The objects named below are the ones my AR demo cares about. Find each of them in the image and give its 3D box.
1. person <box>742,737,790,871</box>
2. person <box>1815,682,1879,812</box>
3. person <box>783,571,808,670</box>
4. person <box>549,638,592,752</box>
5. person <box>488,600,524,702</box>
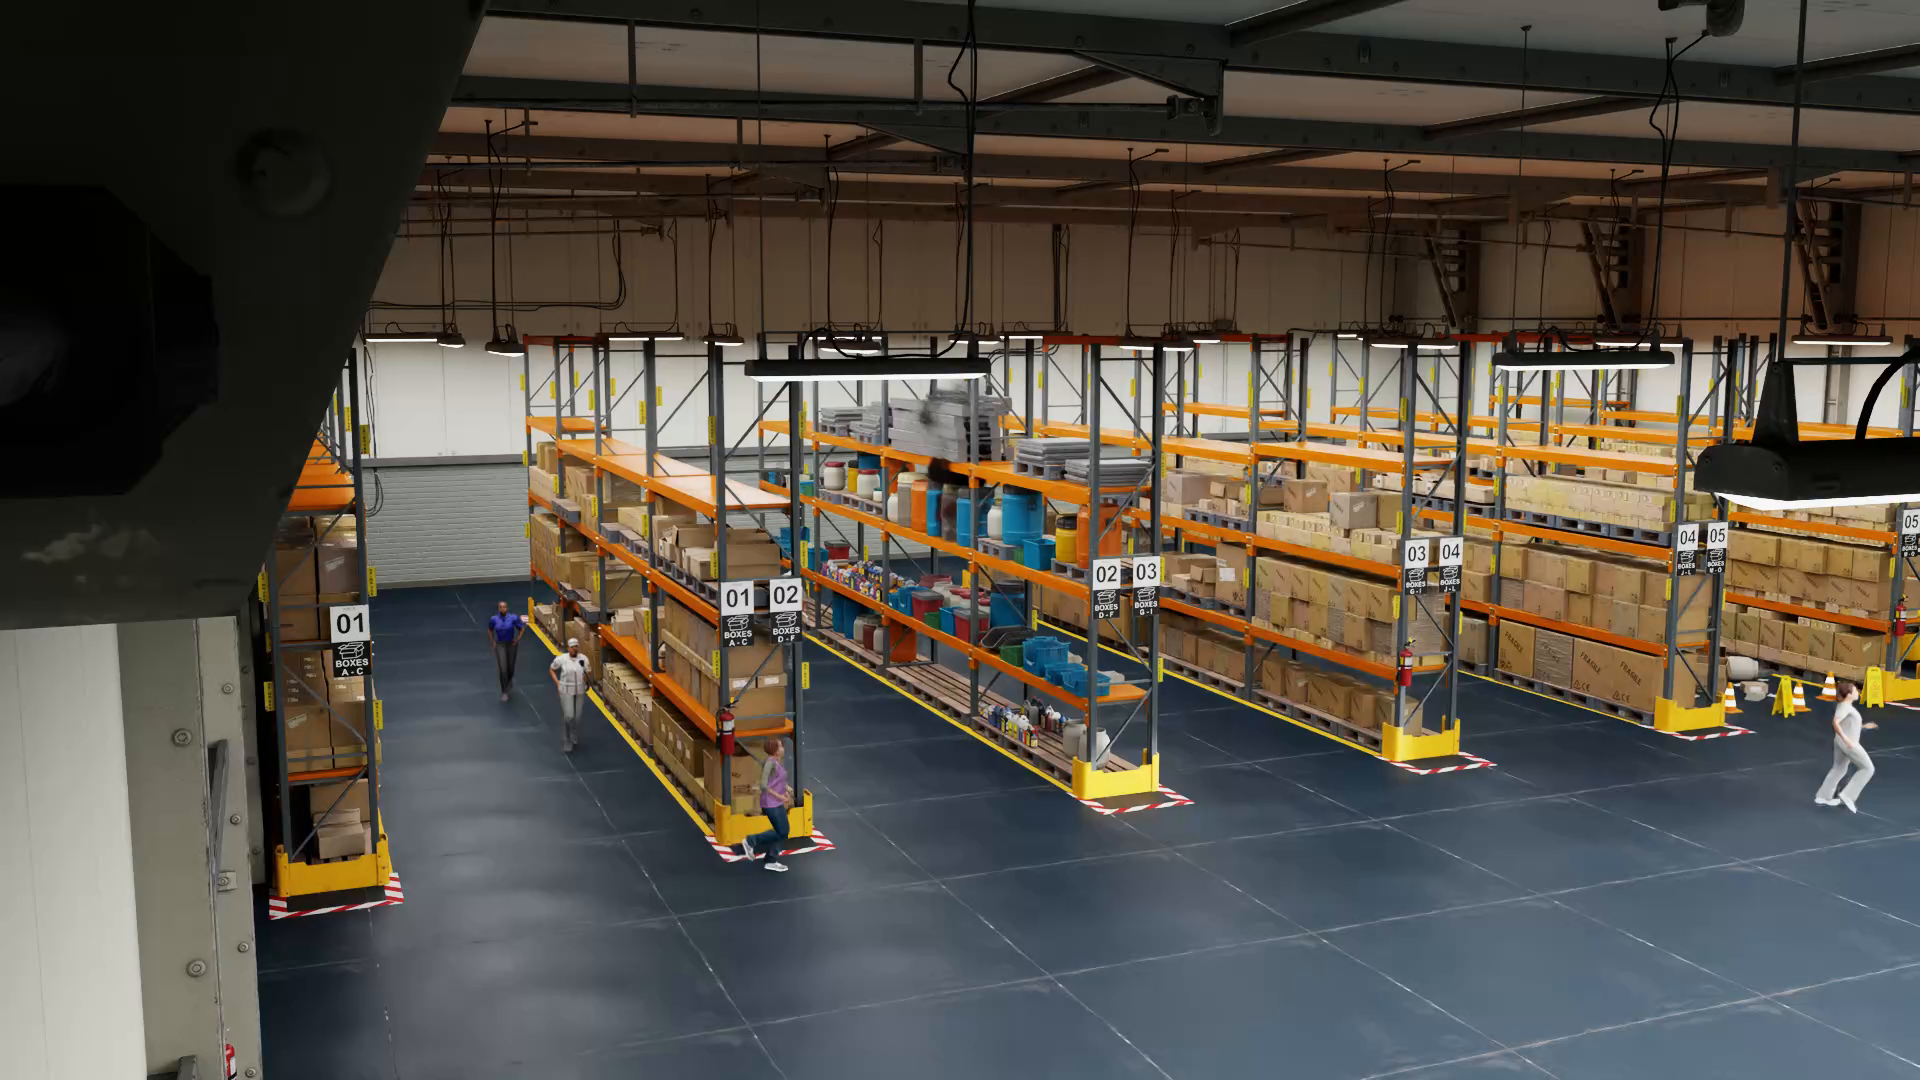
[{"bbox_3d":[-2.212,3.037,19.184,0.570,1.542,0.537,1,8,6],"label":"person"},{"bbox_3d":[11.452,2.668,21.437,0.686,1.674,0.538,2,8,12],"label":"person"},{"bbox_3d":[-2.951,1.374,28.769,0.668,1.720,0.637,-4,9,-29],"label":"person"},{"bbox_3d":[-5.691,2.279,24.473,0.579,1.695,0.701,-4,9,-29],"label":"person"},{"bbox_3d":[-7.601,1.830,27.887,0.596,1.691,0.730,-2,8,-15],"label":"person"}]
